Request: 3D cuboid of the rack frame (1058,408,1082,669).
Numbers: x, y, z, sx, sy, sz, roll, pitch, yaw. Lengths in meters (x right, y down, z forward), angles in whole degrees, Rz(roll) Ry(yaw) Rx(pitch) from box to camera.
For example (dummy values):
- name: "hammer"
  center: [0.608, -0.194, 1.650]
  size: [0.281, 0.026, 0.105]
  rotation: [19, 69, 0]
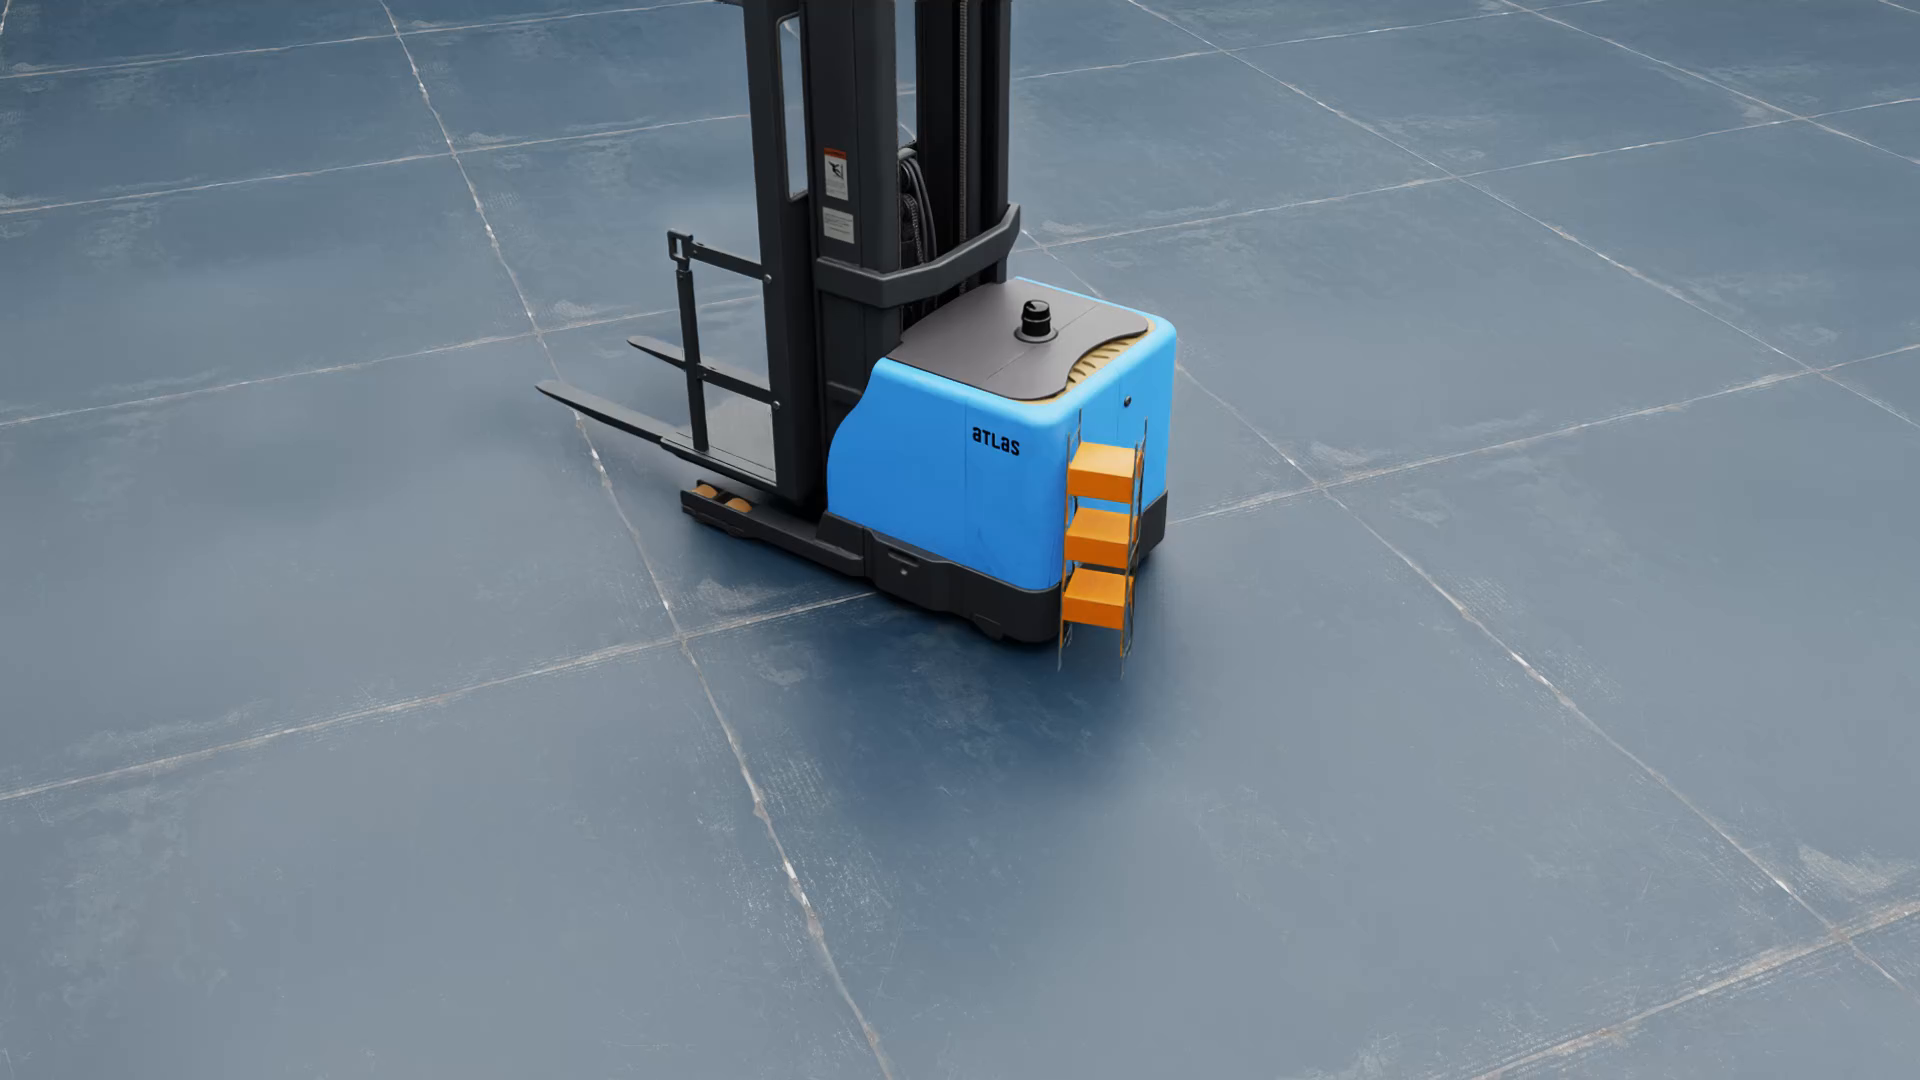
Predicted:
- name: "rack frame"
  center: [0.414, 0.010, 6.272]
  size: [0.008, 1.050, 0.200]
  rotation: [9, 34, 14]

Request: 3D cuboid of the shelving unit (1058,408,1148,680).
- name: "shelving unit"
  center: [0.531, 0.029, 6.243]
  size: [0.252, 1.050, 0.215]
  rotation: [9, 34, 14]

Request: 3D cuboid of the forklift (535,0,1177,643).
- name: "forklift"
  center: [-0.616, -1.455, 6.799]
  size: [3.031, 2.935, 1.130]
  rotation: [21, 39, 29]

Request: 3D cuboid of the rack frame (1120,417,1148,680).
- name: "rack frame"
  center: [0.648, 0.048, 6.214]
  size: [0.008, 1.050, 0.200]
  rotation: [9, 34, 14]

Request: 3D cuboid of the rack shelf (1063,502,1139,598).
- name: "rack shelf"
  center: [0.531, 0.038, 6.249]
  size: [0.240, 0.259, 0.215]
  rotation: [9, 34, 14]

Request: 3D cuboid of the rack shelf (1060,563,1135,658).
- name: "rack shelf"
  center: [0.531, 0.271, 6.400]
  size: [0.240, 0.259, 0.215]
  rotation: [9, 34, 14]

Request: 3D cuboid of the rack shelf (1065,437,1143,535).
- name: "rack shelf"
  center: [0.531, -0.200, 6.094]
  size: [0.240, 0.259, 0.215]
  rotation: [9, 34, 14]
